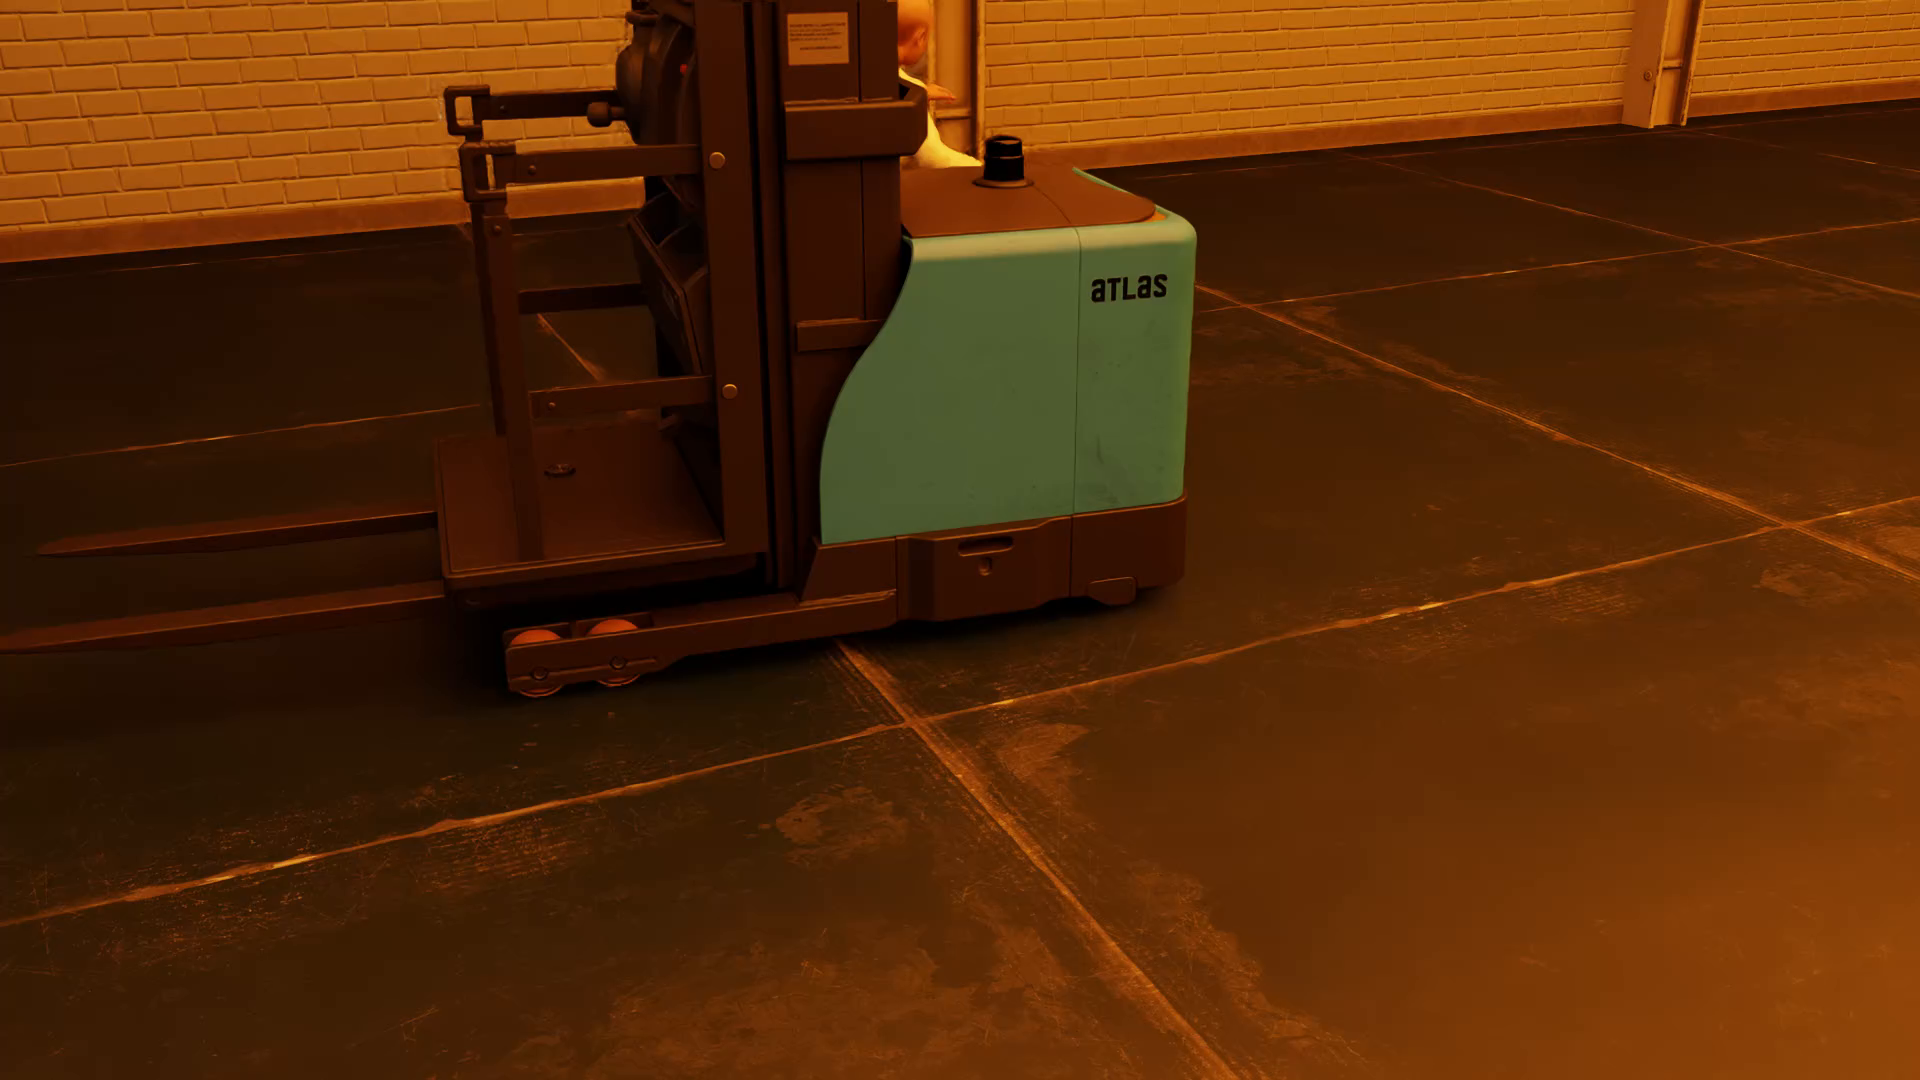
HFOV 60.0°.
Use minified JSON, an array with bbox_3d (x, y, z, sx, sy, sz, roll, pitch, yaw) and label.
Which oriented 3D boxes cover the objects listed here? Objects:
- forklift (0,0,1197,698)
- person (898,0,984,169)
[{"bbox_3d":[-0.943,-1.187,4.143,3.031,2.935,1.130,-7,24,-16],"label":"forklift"},{"bbox_3d":[-0.095,-1.152,5.885,0.860,1.494,1.489,-11,25,-24],"label":"person"}]
